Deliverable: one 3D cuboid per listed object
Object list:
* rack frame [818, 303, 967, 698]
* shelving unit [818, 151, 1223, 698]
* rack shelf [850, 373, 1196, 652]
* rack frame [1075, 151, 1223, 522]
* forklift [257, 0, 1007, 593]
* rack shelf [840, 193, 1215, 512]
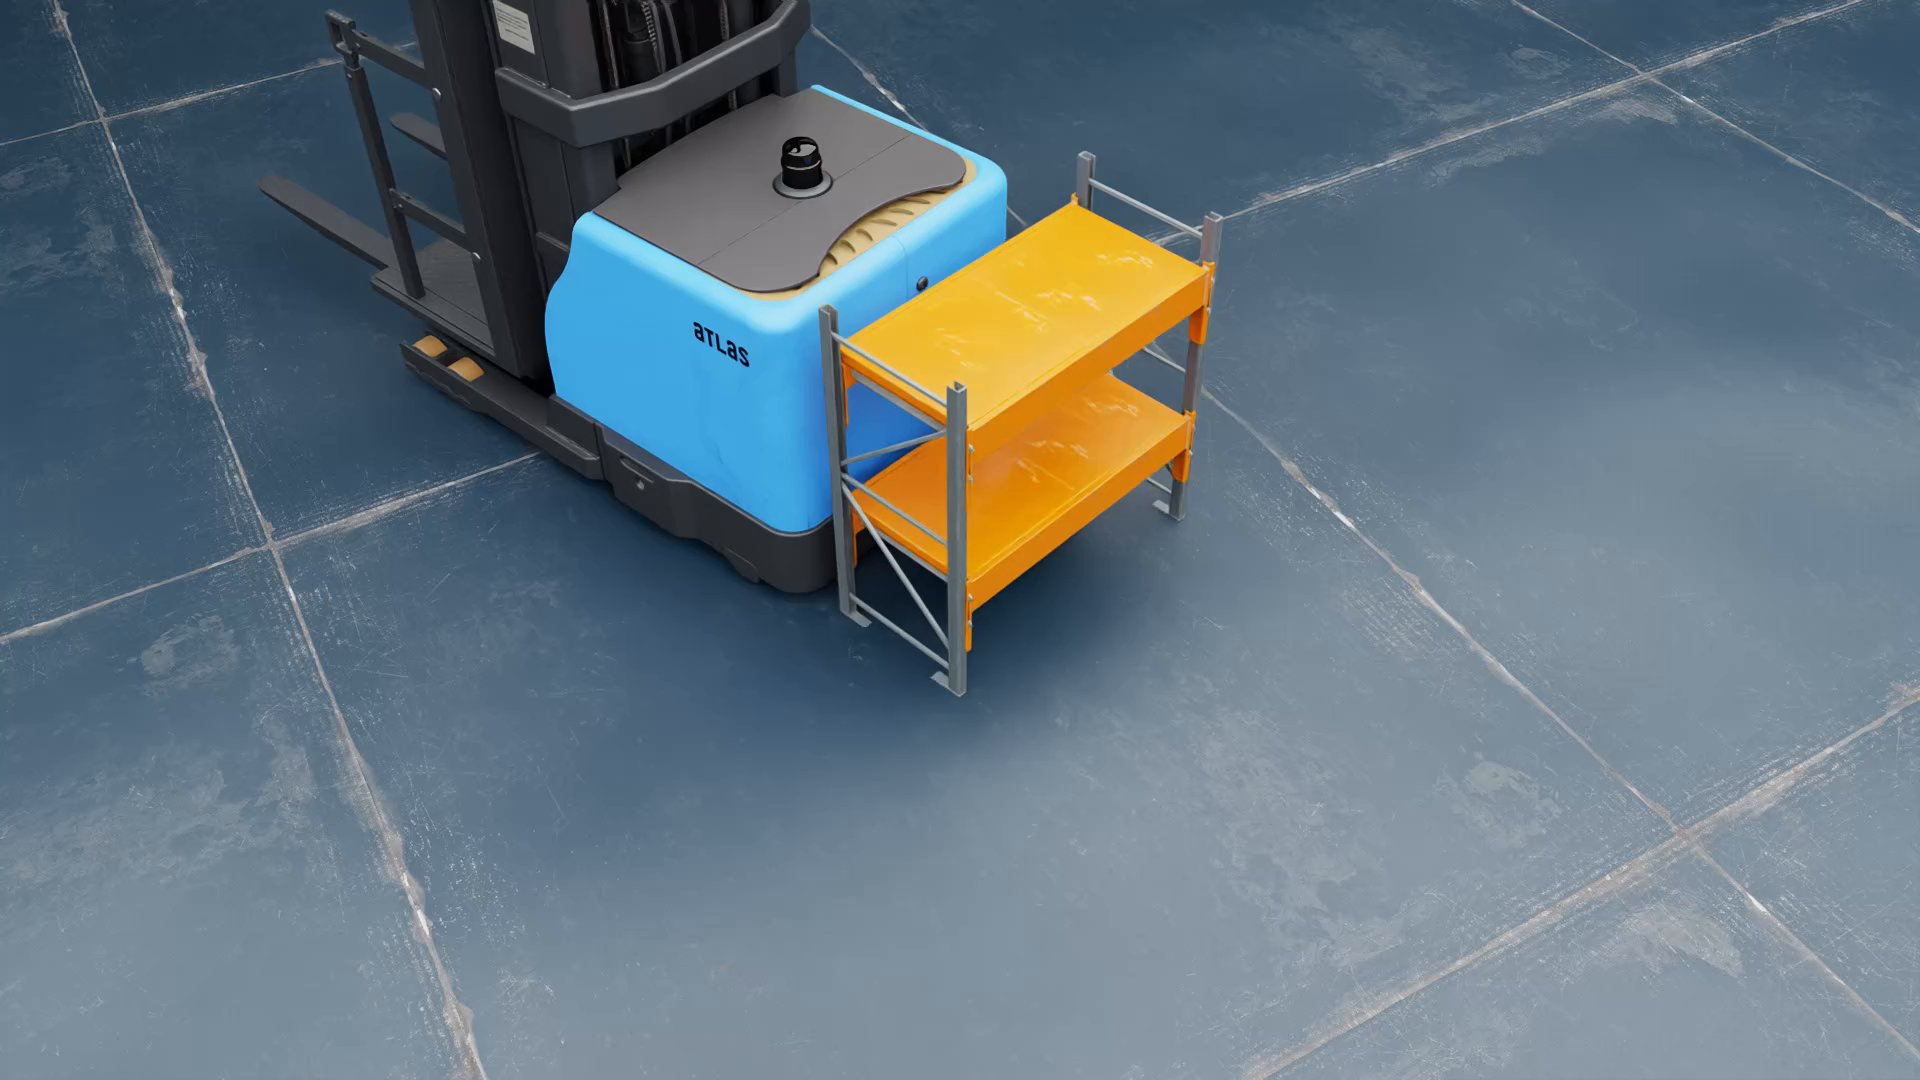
[{"bbox_3d":[-0.173,-0.078,4.522,0.500,1.125,0.032,34,53,30],"label":"rack frame"},{"bbox_3d":[0.178,-0.334,4.786,0.538,1.125,1.048,34,53,30],"label":"shelving unit"},{"bbox_3d":[0.178,-0.158,4.956,0.538,0.278,1.000,34,53,30],"label":"rack shelf"},{"bbox_3d":[0.529,-0.590,5.050,0.500,1.125,0.032,34,53,30],"label":"rack frame"},{"bbox_3d":[-1.303,-1.763,4.962,3.031,2.935,1.130,30,52,27],"label":"forklift"},{"bbox_3d":[0.178,-0.544,4.582,0.538,0.278,1.000,34,53,30],"label":"rack shelf"}]
